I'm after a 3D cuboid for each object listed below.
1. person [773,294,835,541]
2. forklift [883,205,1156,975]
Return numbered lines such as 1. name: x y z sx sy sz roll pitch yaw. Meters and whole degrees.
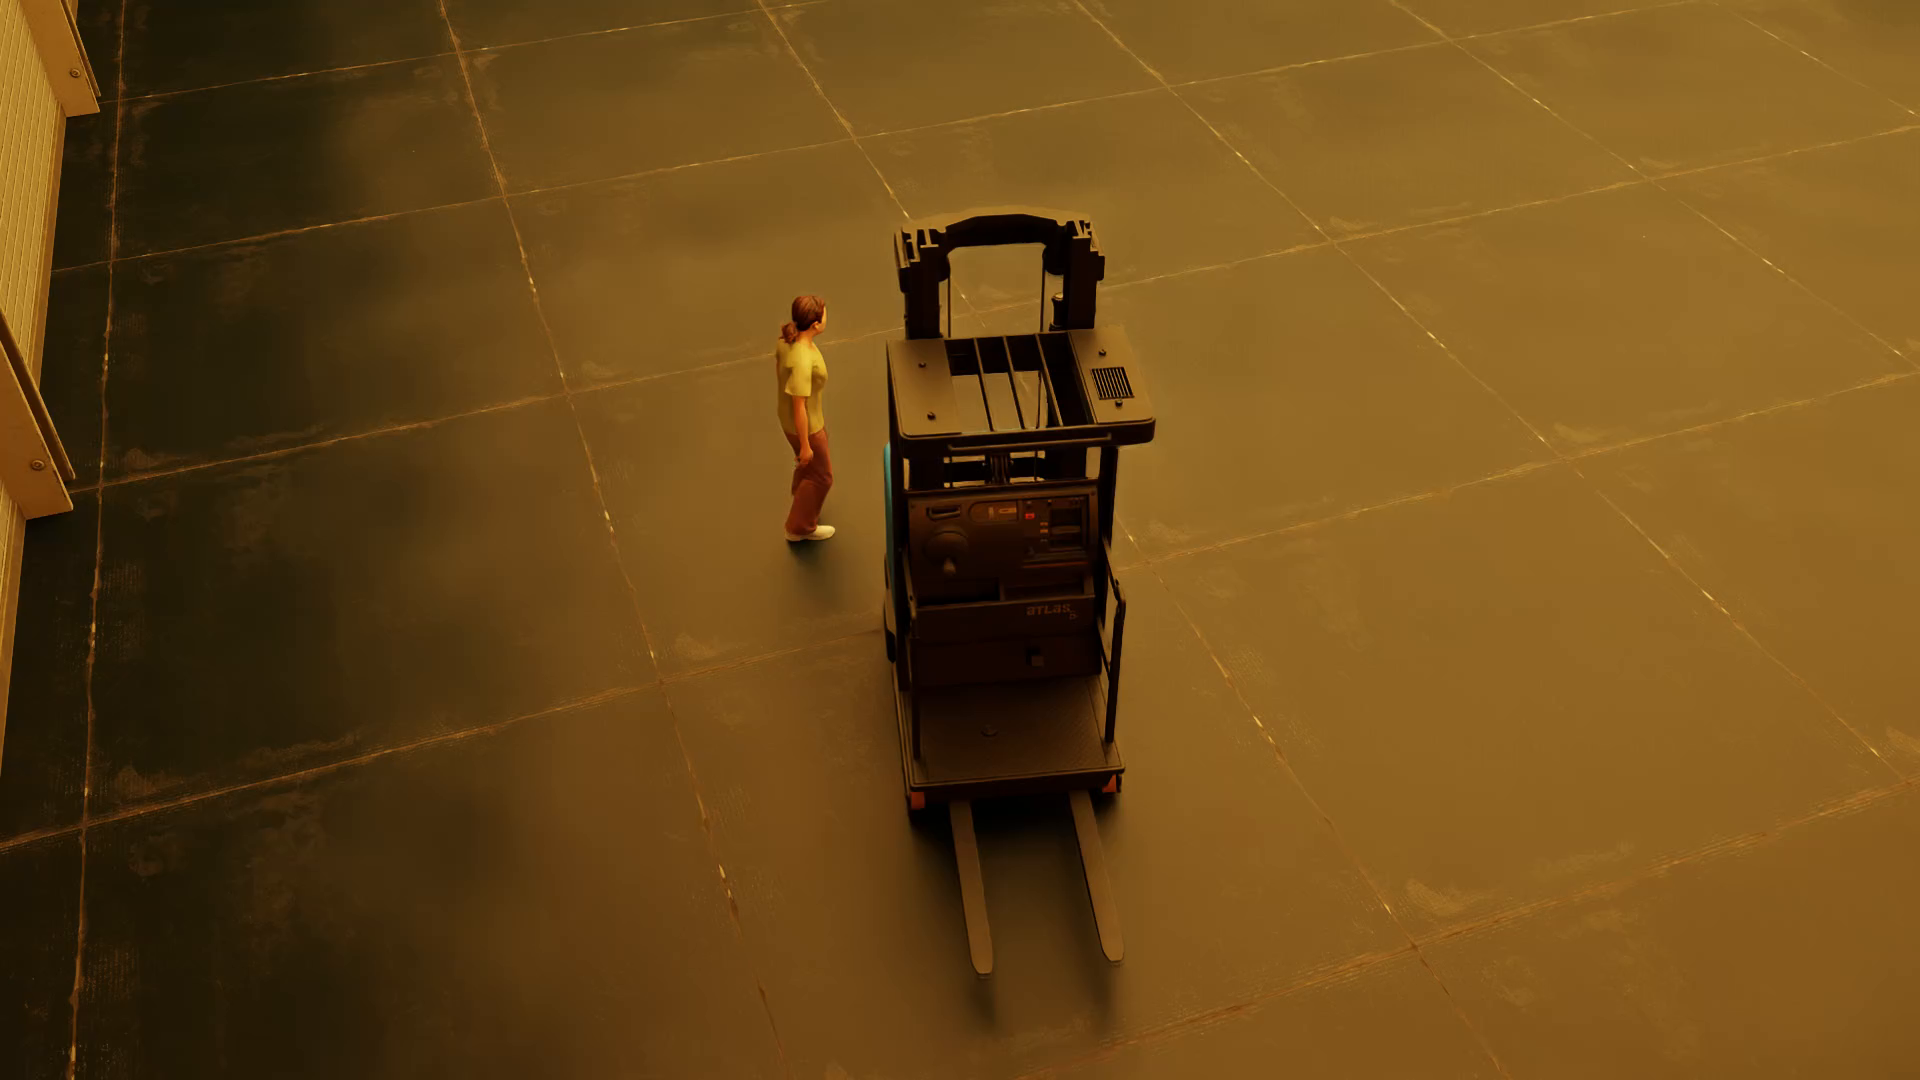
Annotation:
1. person: -0.935 -0.737 9.883 0.372 1.647 0.788 -11 41 -13
2. forklift: 0.240 0.037 7.953 1.130 2.935 3.031 -4 40 -5
